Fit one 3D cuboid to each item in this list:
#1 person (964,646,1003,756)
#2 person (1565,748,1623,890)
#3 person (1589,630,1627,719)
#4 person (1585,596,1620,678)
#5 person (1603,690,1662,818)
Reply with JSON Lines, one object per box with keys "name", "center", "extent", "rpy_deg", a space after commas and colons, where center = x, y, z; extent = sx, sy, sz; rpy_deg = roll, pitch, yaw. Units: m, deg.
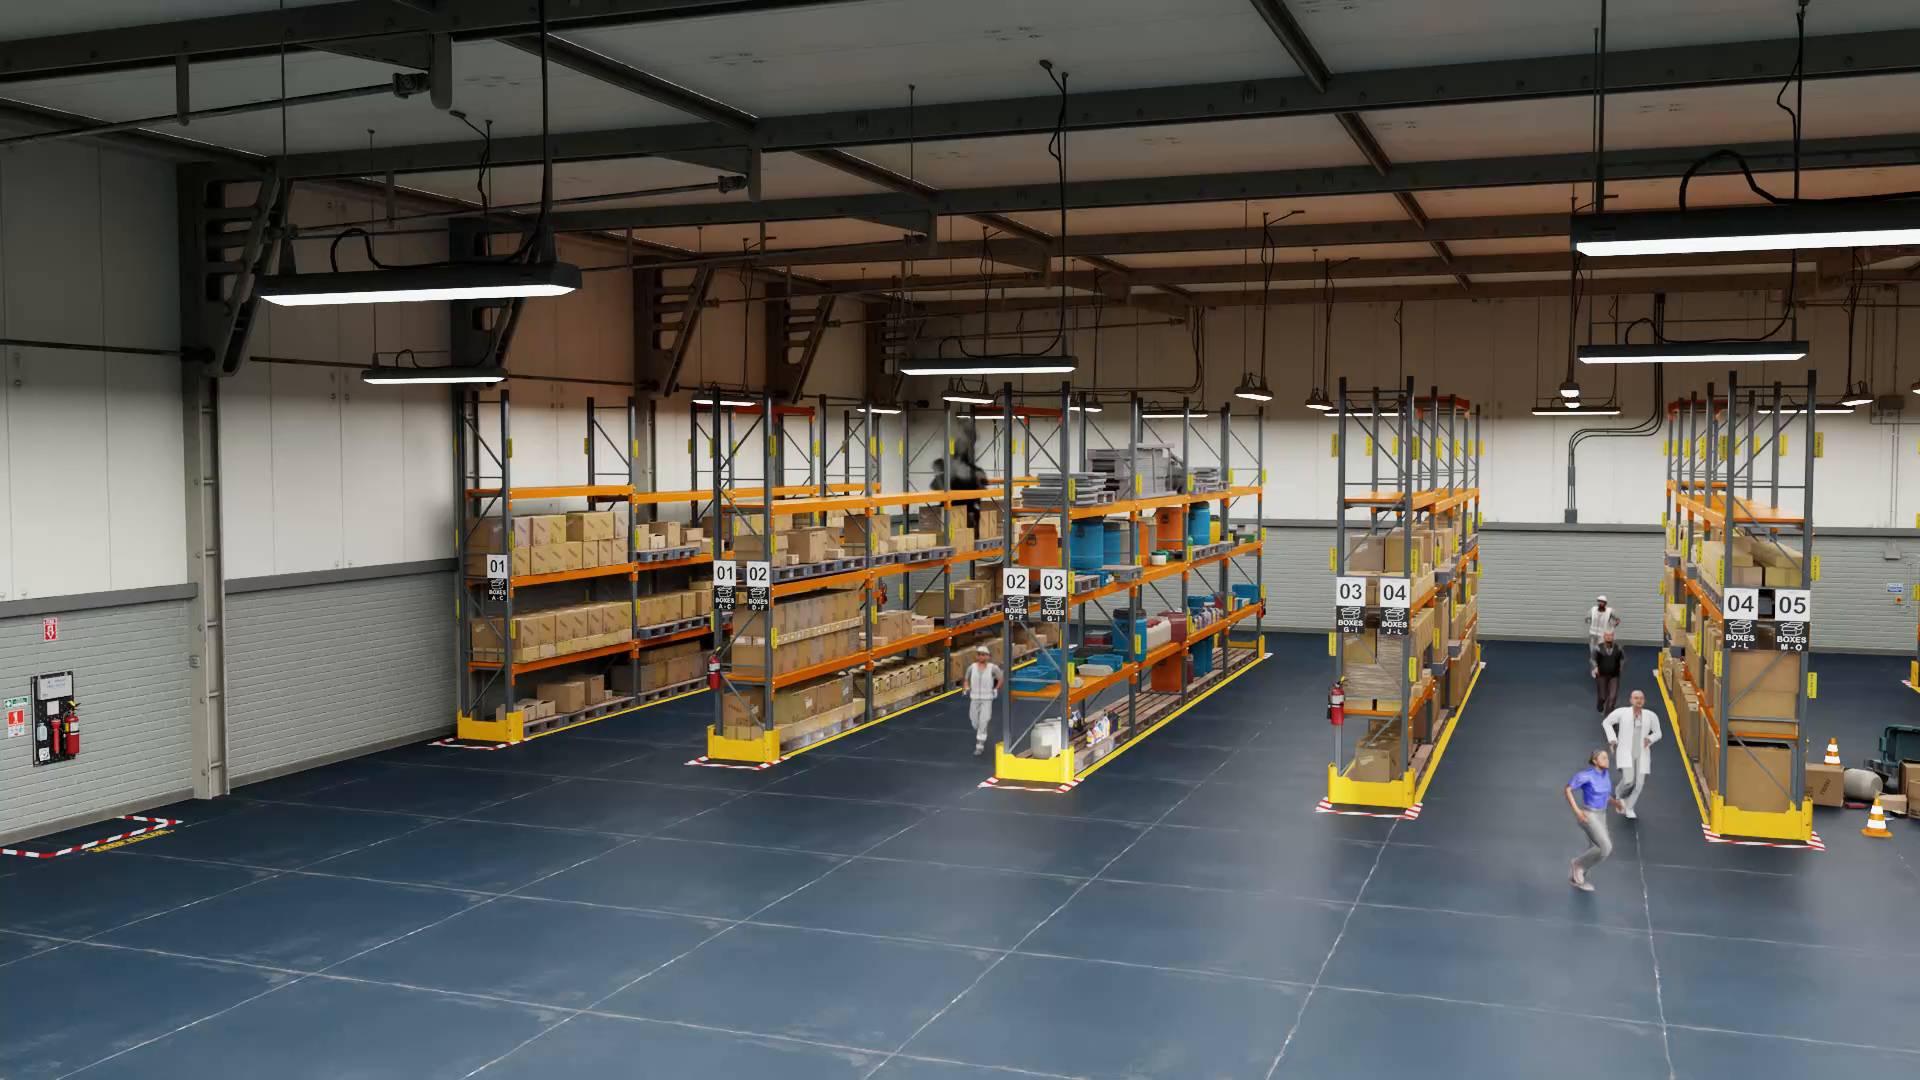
{"name": "person", "center": [0.383, 2.621, 27.294], "extent": [0.653, 1.758, 0.818], "rpy_deg": [1, 3, 13]}
{"name": "person", "center": [7.190, 3.158, 18.797], "extent": [0.578, 1.610, 0.578], "rpy_deg": [-3, 4, -38]}
{"name": "person", "center": [11.825, 2.529, 30.328], "extent": [0.661, 1.620, 0.778], "rpy_deg": [1, 3, 15]}
{"name": "person", "center": [14.008, 2.126, 36.384], "extent": [0.677, 1.834, 0.742], "rpy_deg": [3, 4, 42]}
{"name": "person", "center": [9.087, 2.896, 22.411], "extent": [0.693, 1.731, 0.633], "rpy_deg": [0, 3, 6]}
